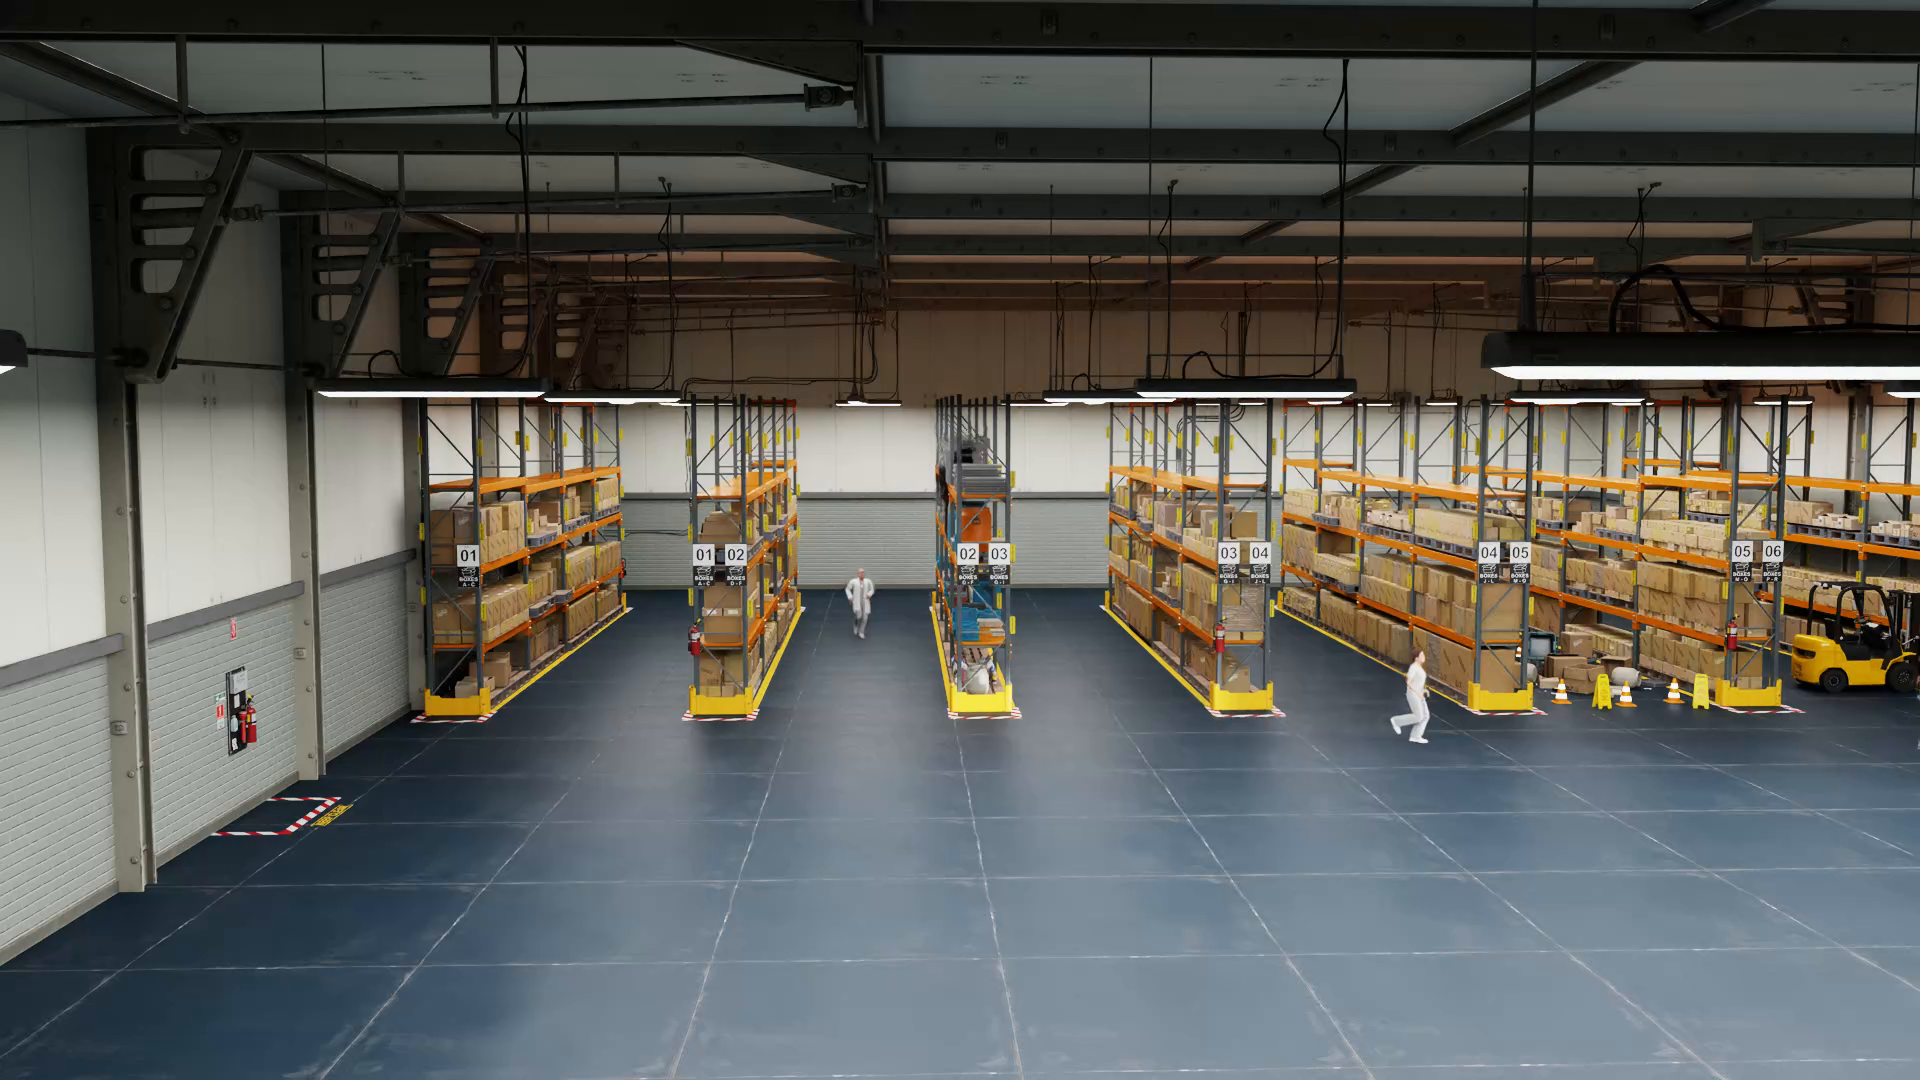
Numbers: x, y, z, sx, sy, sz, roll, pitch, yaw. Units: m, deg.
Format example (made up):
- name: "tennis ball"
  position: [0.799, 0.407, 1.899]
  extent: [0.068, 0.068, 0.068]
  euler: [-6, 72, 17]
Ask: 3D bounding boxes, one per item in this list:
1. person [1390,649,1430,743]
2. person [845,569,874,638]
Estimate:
- name: "person"
  position: [7.749, 2.670, 28.594]
  extent: [0.622, 1.621, 0.550]
  euler: [3, 5, 30]
- name: "person"
  position: [-2.469, 1.588, 41.554]
  extent: [0.702, 1.738, 0.627]
  euler: [-1, 5, -15]
